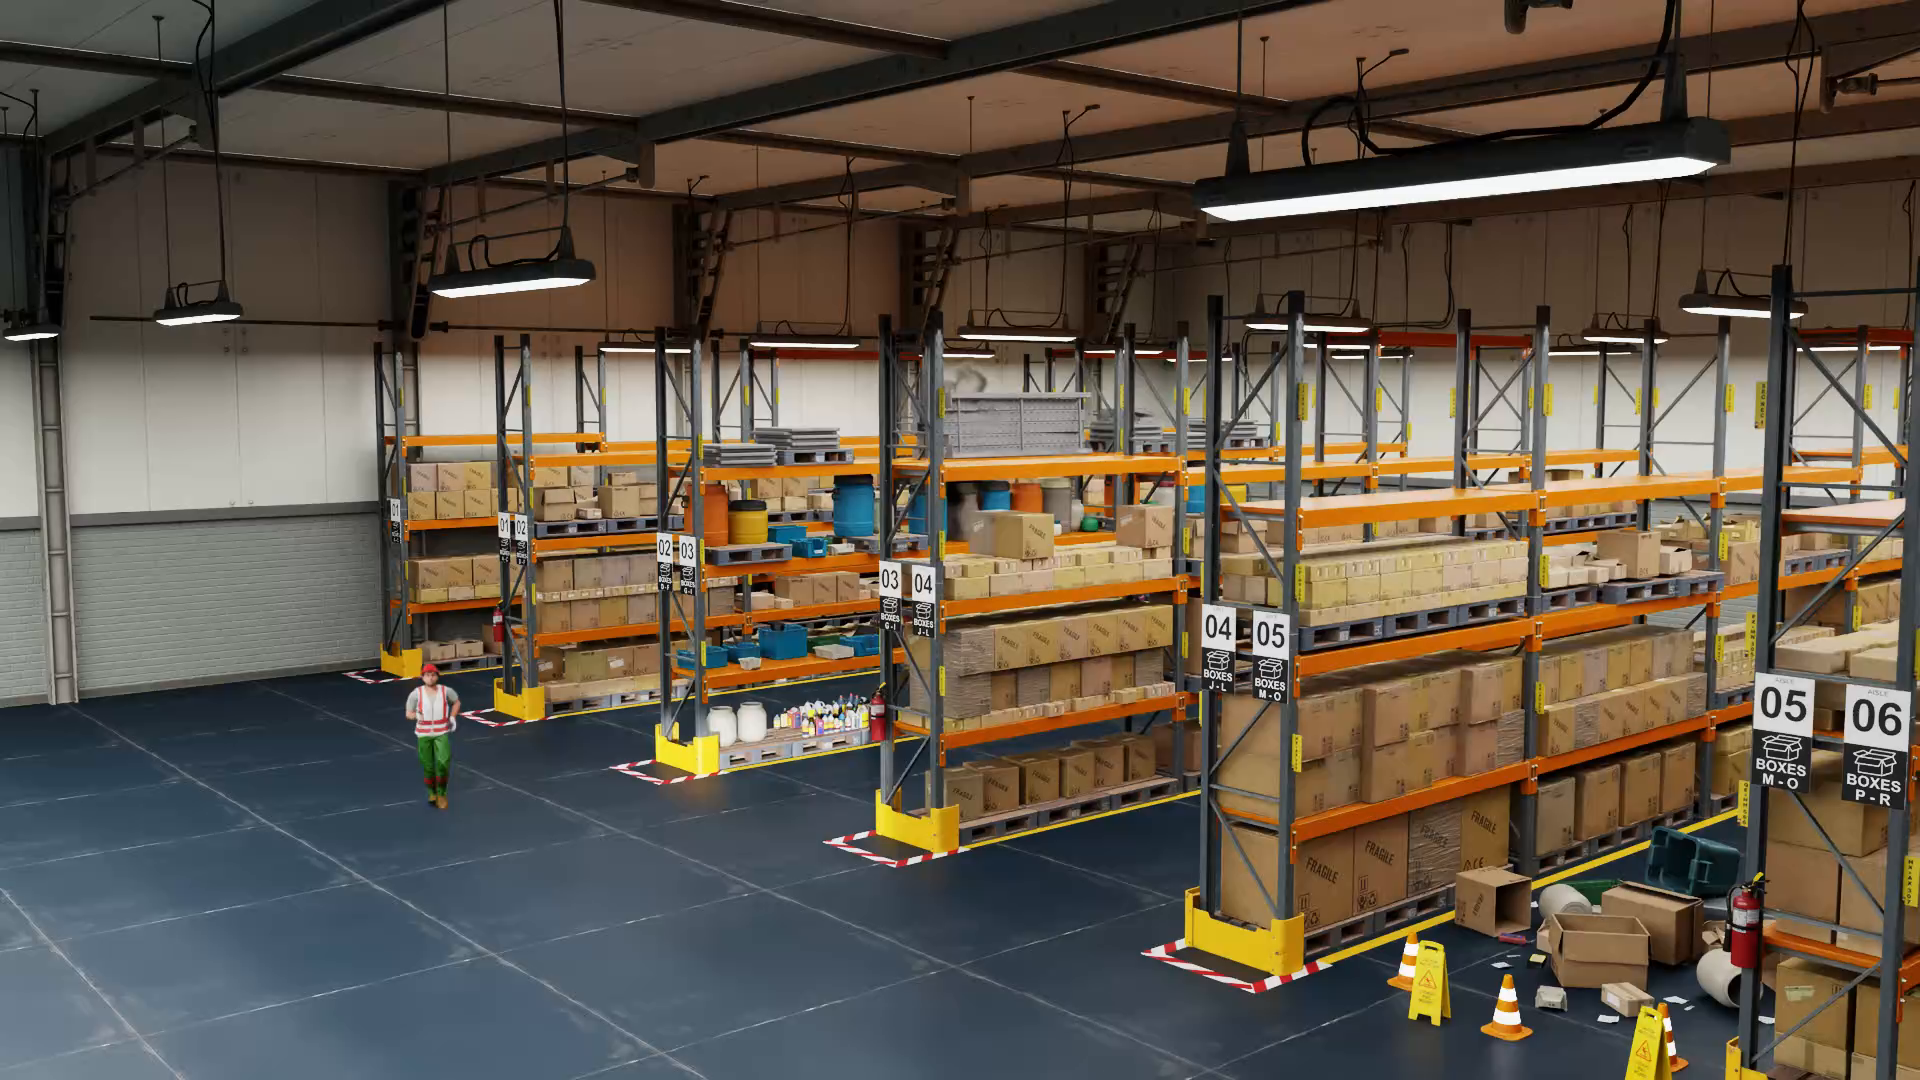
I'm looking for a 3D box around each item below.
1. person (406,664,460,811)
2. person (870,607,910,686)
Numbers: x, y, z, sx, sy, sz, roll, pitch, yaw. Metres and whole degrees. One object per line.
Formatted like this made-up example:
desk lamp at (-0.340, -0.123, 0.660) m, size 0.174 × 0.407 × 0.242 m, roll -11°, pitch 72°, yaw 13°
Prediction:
person at (-6.464, 2.422, 20.416) m, size 0.635 × 1.807 × 0.690 m, roll -2°, pitch 5°, yaw -16°
person at (-1.144, 1.538, 27.210) m, size 0.686 × 1.735 × 0.558 m, roll 5°, pitch 7°, yaw 43°
